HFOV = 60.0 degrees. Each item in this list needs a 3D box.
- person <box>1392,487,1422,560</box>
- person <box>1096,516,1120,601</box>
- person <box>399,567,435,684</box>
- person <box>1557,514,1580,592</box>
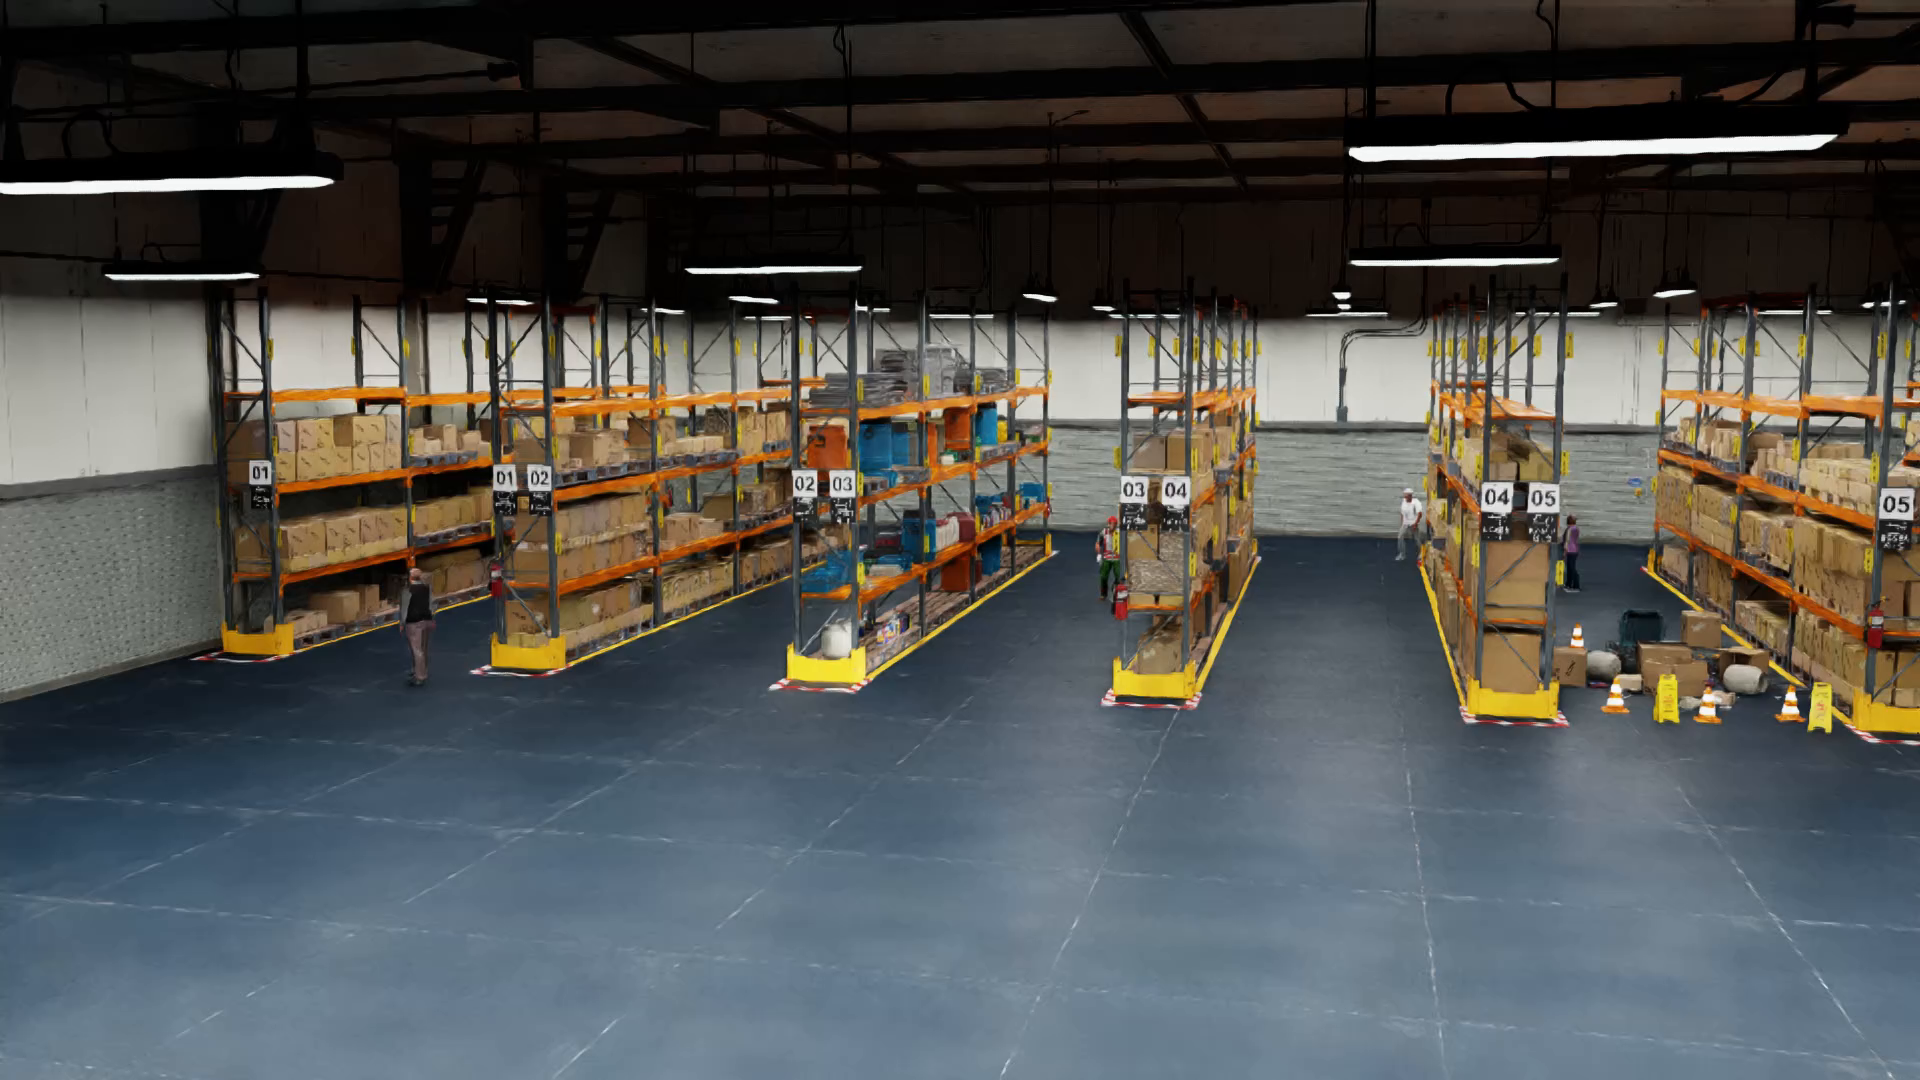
[{"bbox_3d":[10.680,-0.383,39.431,0.683,1.739,0.647,-5,8,-38],"label":"person"},{"bbox_3d":[3.006,0.381,32.812,0.677,1.742,0.552,1,7,11],"label":"person"},{"bbox_3d":[-8.188,1.262,25.046,0.569,1.719,0.644,3,7,28],"label":"person"},{"bbox_3d":[12.577,0.264,34.279,0.529,1.590,0.516,6,9,40],"label":"person"}]
